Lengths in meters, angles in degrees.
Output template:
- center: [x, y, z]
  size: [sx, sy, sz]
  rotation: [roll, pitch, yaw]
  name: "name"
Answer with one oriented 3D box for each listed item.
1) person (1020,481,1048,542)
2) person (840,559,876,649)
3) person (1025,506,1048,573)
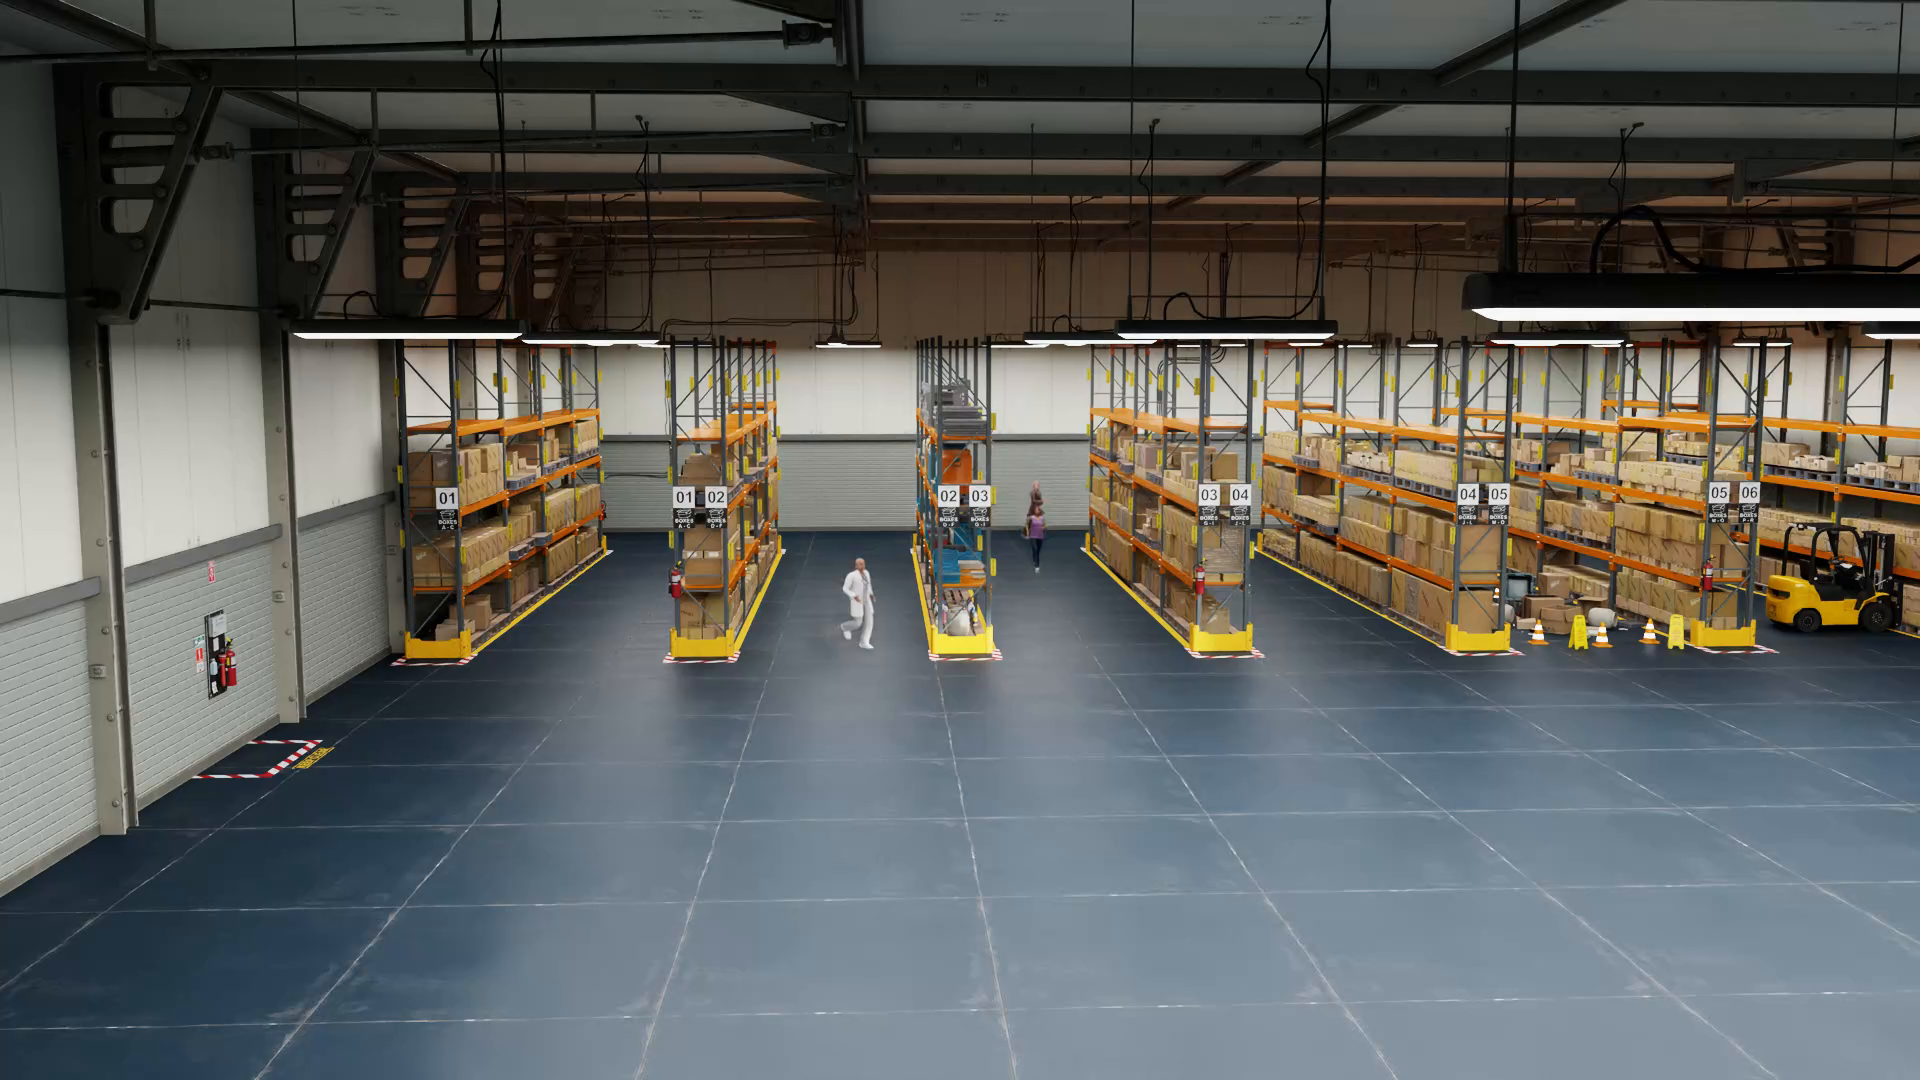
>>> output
- center: [2.260, -0.856, 50.176]
  size: [0.930, 1.847, 0.689]
  rotation: [3, 7, 28]
  name: "person"
- center: [-1.967, 1.218, 32.179]
  size: [0.724, 1.745, 0.885]
  rotation: [-5, 8, -40]
  name: "person"
- center: [1.893, -0.028, 40.927]
  size: [0.526, 1.617, 0.823]
  rotation: [-1, 7, -11]
  name: "person"
